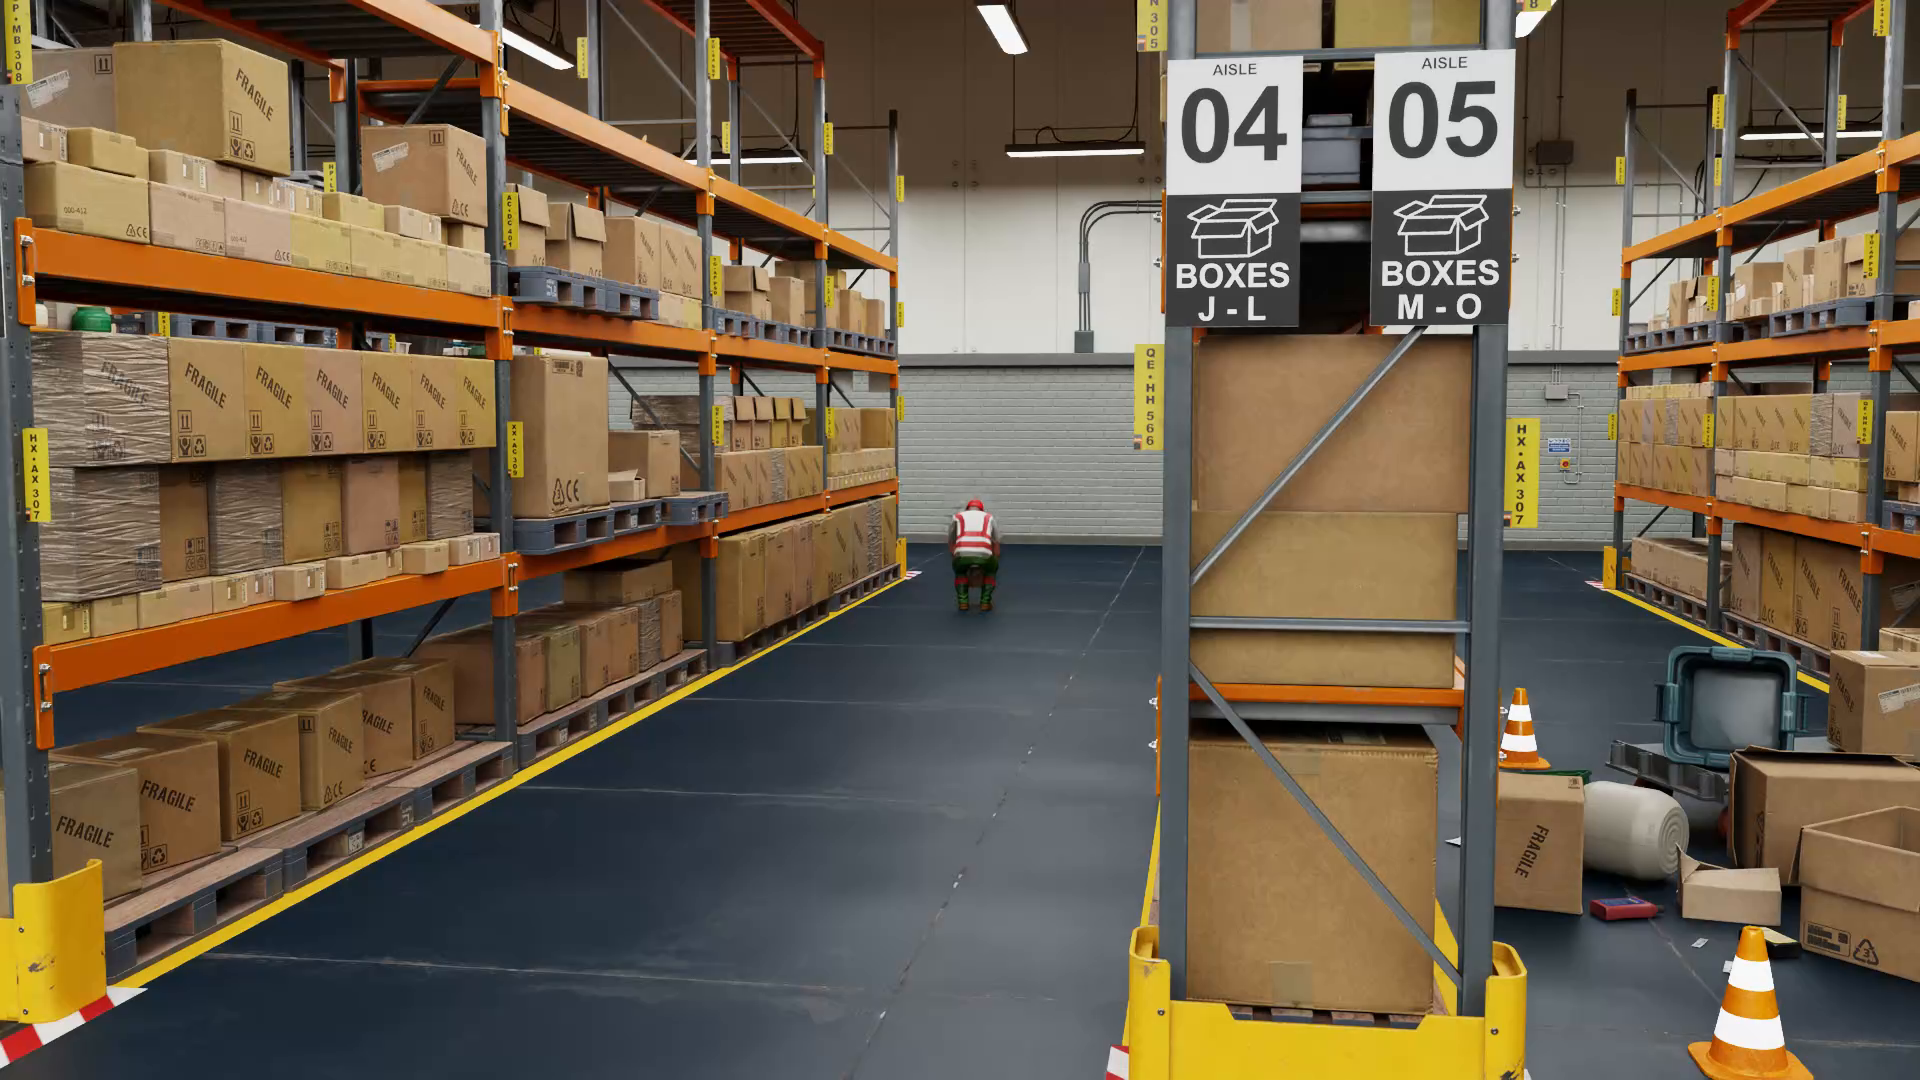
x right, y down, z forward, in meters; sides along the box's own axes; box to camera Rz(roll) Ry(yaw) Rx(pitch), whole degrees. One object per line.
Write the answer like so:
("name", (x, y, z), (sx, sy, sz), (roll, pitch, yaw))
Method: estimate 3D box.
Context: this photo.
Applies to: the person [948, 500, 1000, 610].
("person", (0.137, 0.162, 18.260), (0.580, 1.186, 0.845), (1, 4, 9))
